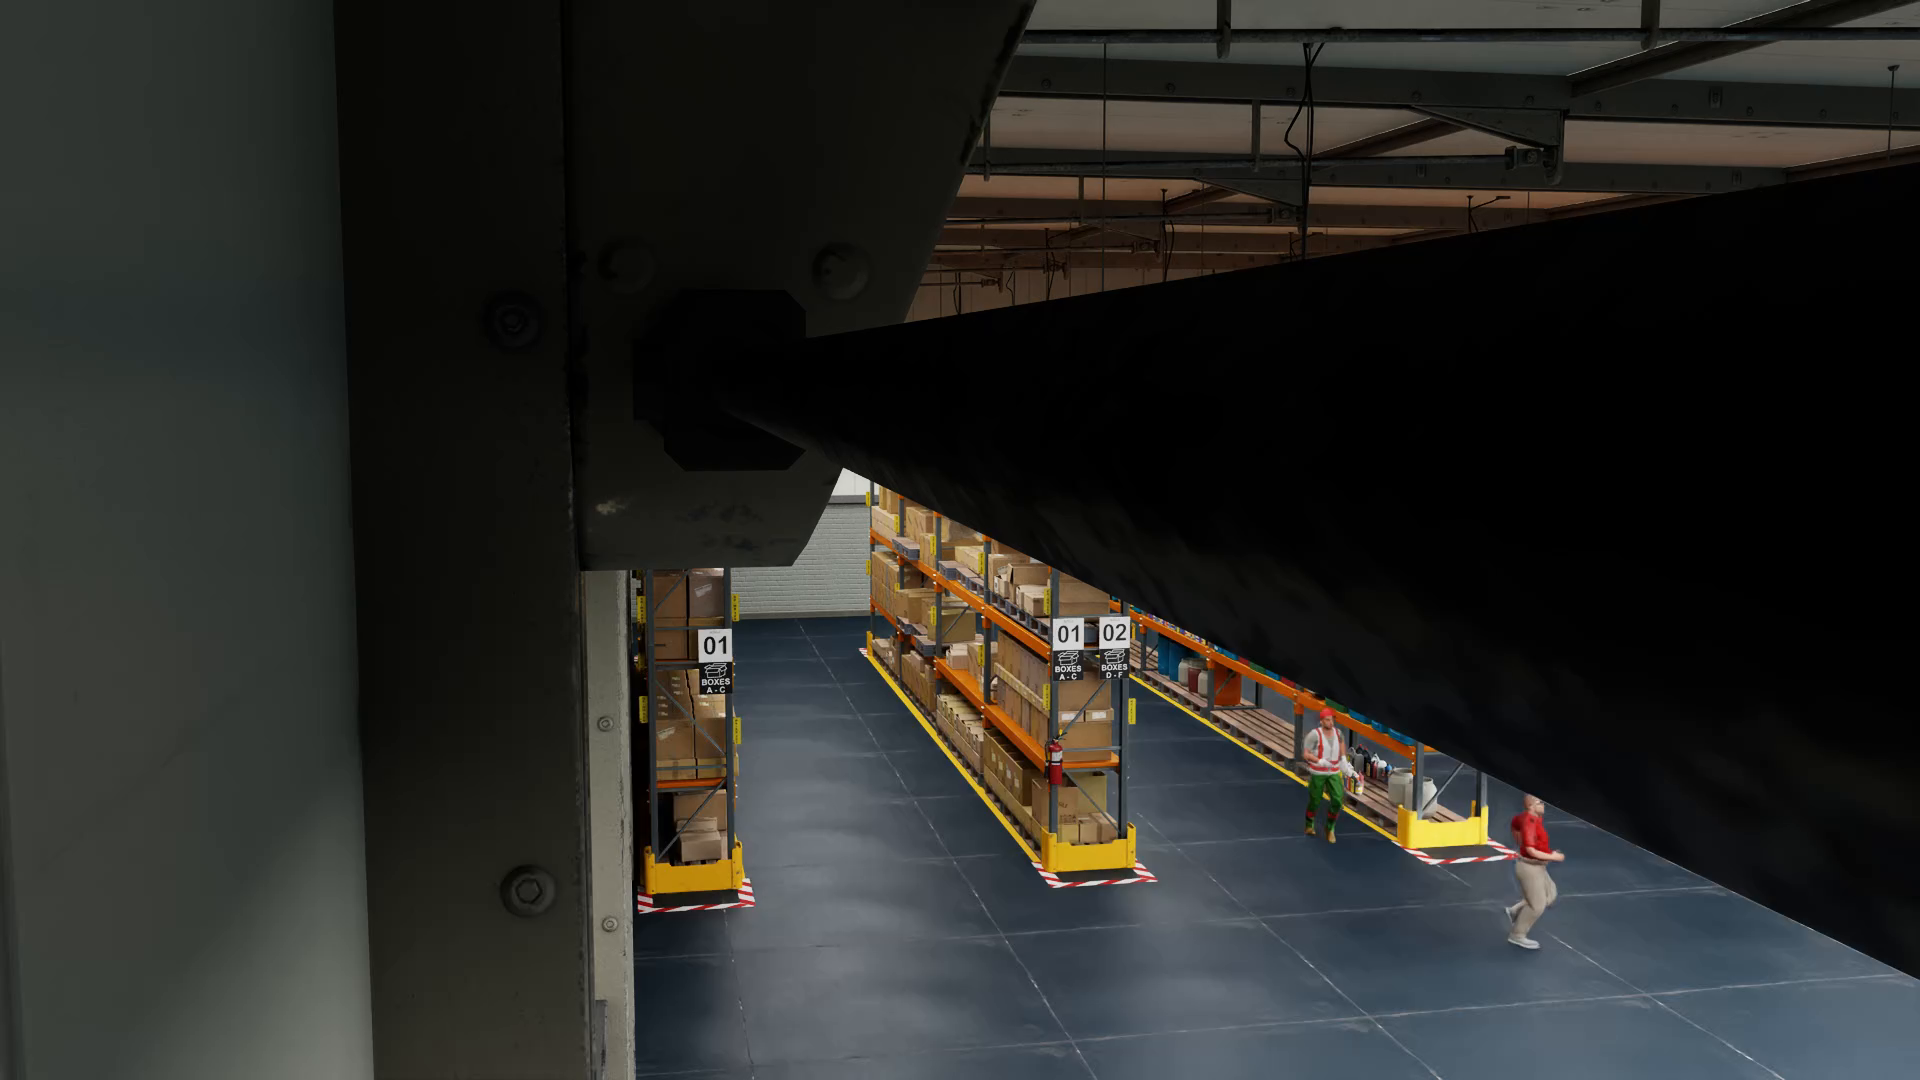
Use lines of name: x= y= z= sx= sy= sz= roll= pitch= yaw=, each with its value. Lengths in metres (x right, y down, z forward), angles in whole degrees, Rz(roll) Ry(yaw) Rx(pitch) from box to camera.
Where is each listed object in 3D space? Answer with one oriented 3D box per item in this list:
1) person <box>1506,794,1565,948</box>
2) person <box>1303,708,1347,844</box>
person: x=6.275 y=3.601 z=18.126 sx=0.578 sy=1.687 sz=0.715 roll=2 pitch=6 yaw=16
person: x=4.889 y=3.147 z=22.163 sx=0.688 sy=1.839 sz=0.718 roll=-1 pitch=6 yaw=-11
